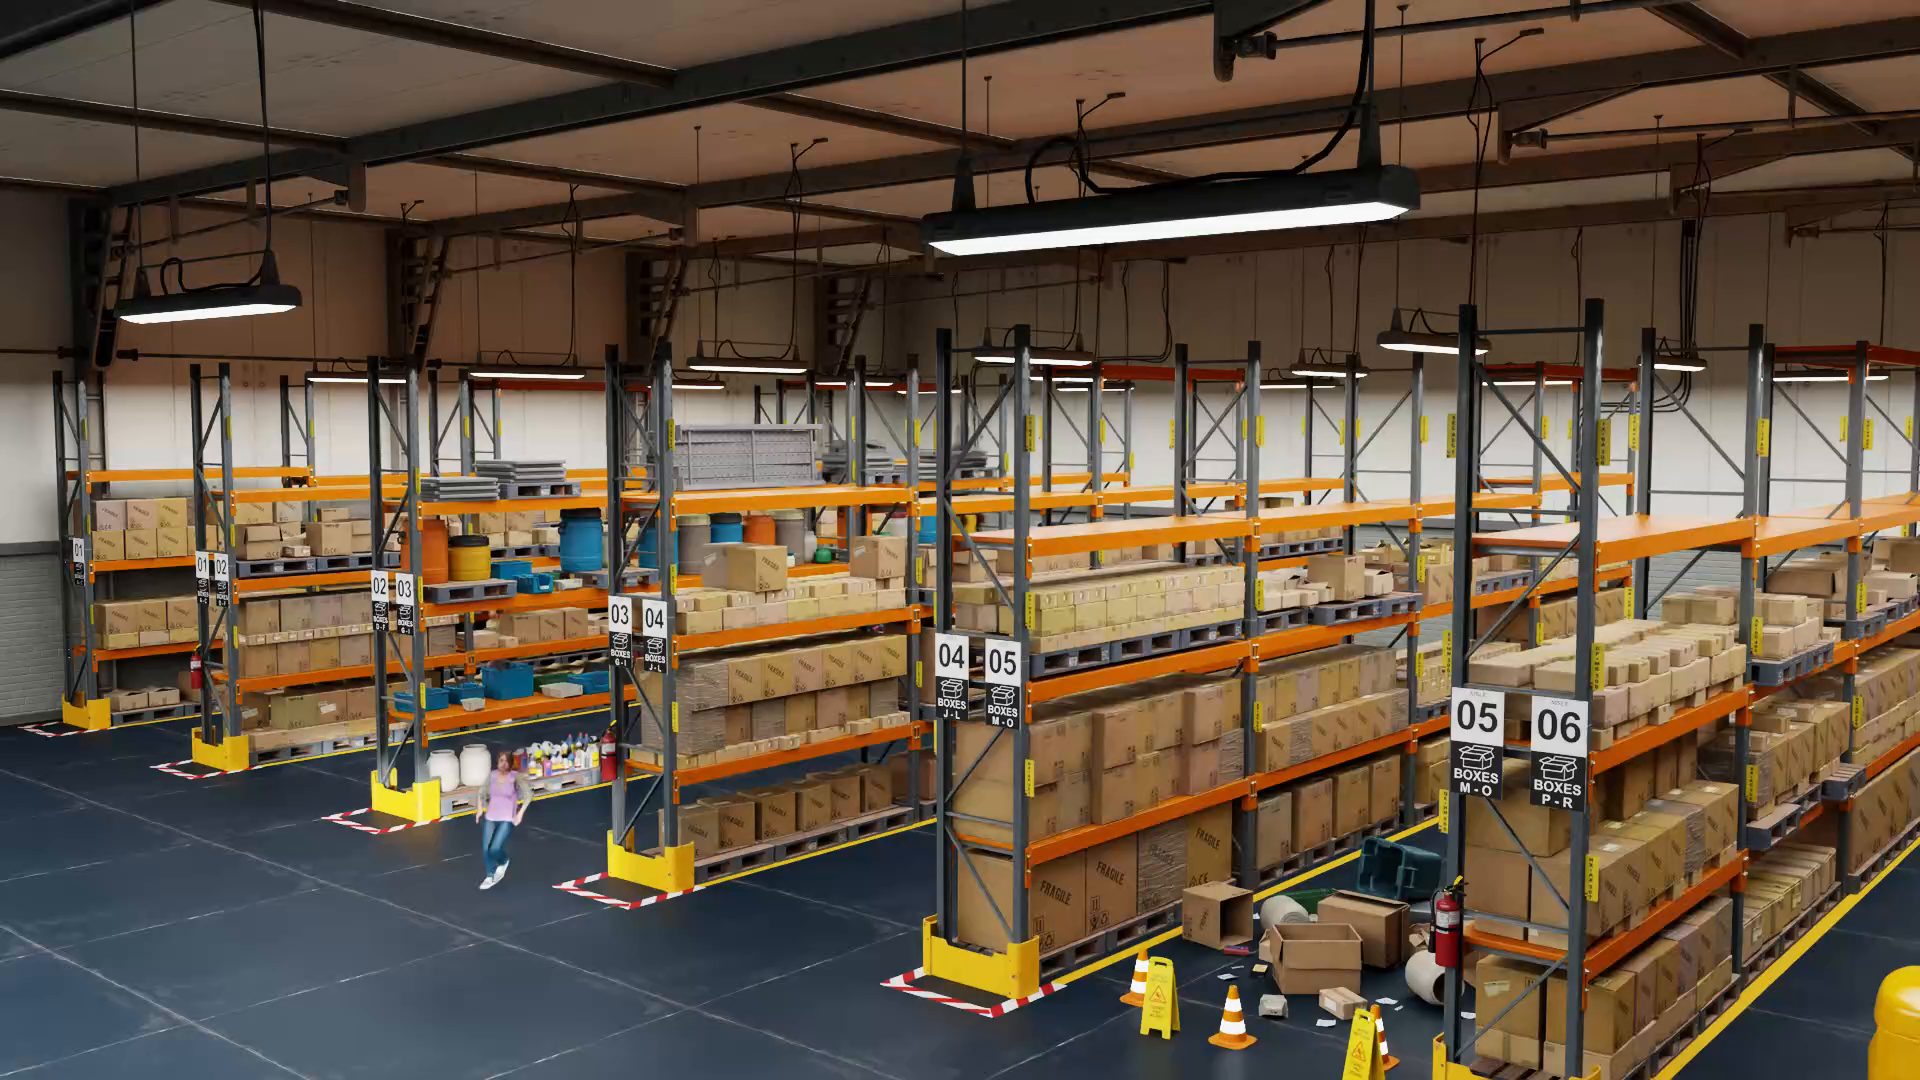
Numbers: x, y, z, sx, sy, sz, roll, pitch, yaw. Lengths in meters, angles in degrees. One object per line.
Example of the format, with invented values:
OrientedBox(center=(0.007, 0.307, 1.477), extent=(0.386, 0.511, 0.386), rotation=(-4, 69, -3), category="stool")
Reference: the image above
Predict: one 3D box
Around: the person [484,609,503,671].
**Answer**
OrientedBox(center=(-8.711, 2.076, 31.206), extent=(0.559, 1.717, 0.698), rotation=(3, 5, 34), category="person")

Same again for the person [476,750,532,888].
OrientedBox(center=(-5.050, 3.083, 18.276), extent=(0.596, 1.545, 0.477), rotation=(1, 4, 10), category="person")
